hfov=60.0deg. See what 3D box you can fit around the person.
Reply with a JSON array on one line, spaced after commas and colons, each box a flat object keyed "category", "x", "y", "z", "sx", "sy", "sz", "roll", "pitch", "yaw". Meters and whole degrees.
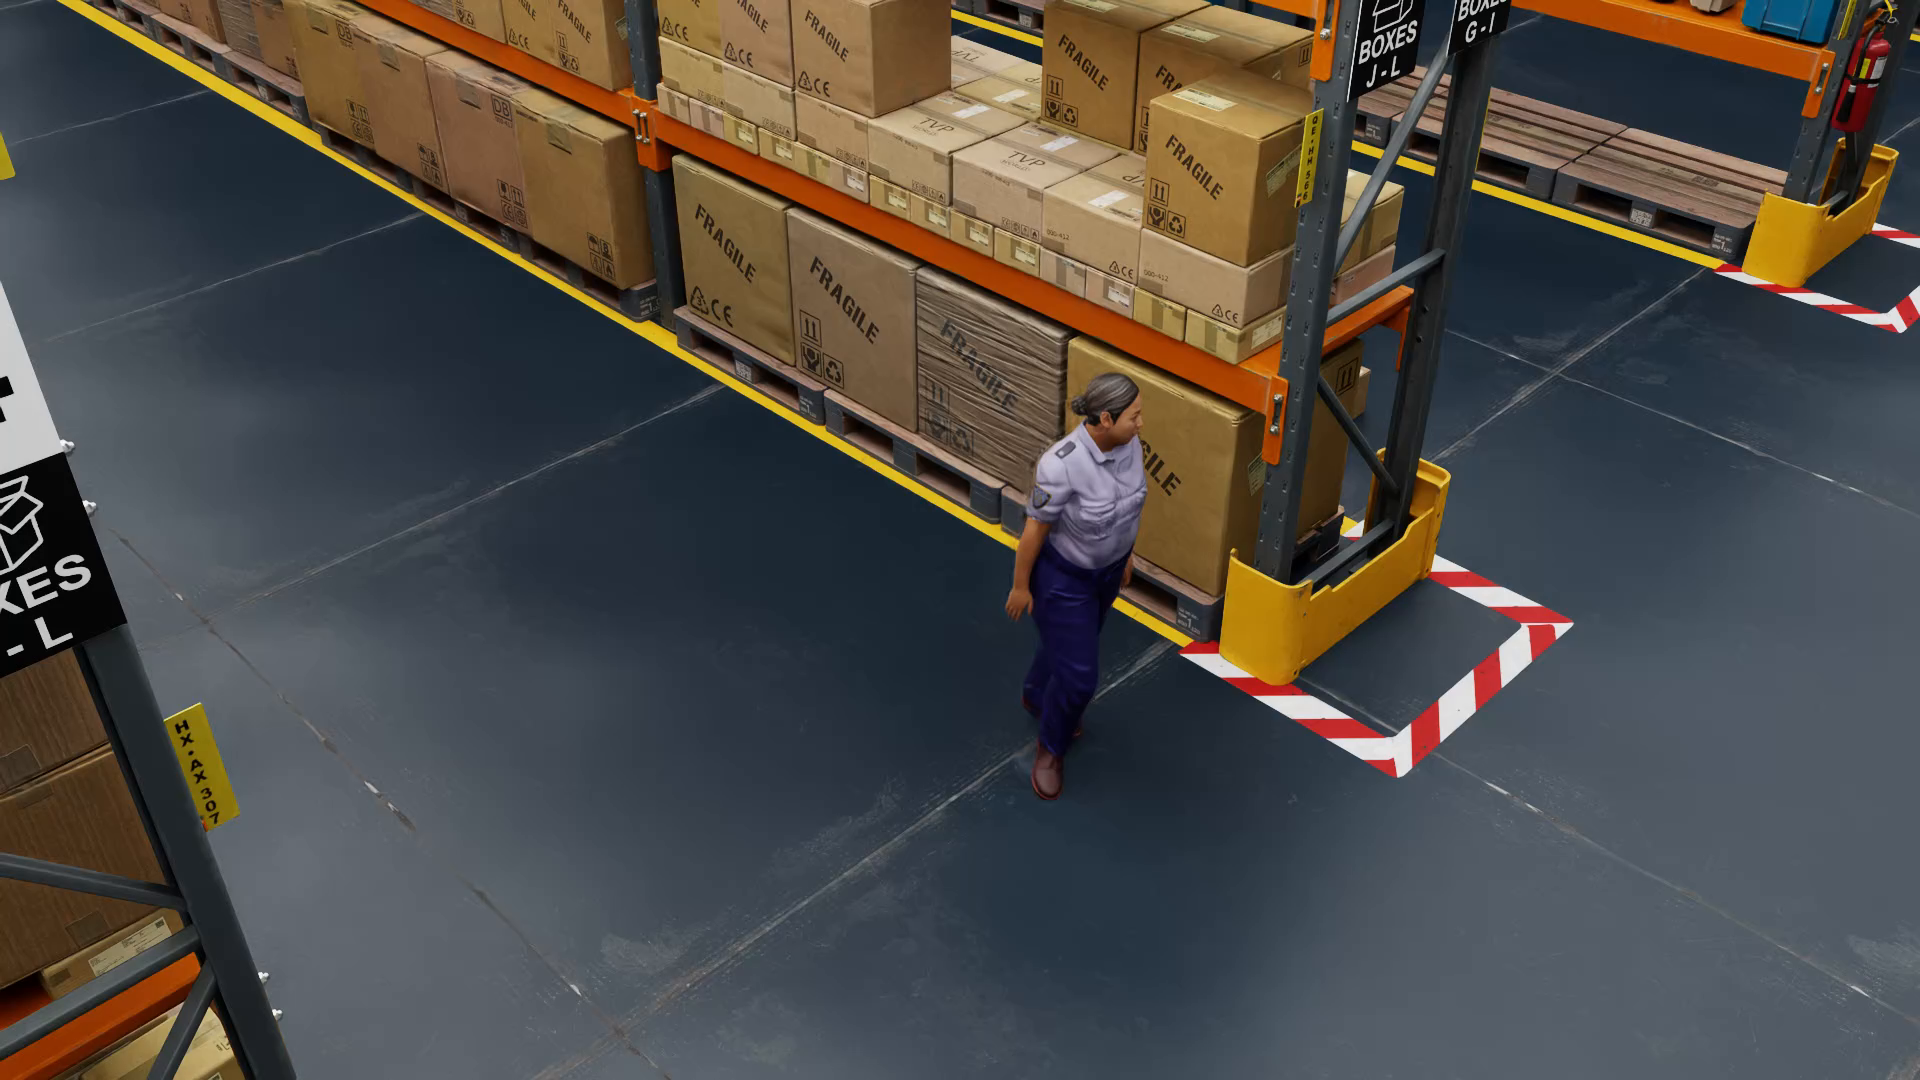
[{"category": "person", "x": 0.395, "y": 0.123, "z": 5.990, "sx": 0.503, "sy": 1.661, "sz": 0.579, "roll": 29, "pitch": 45, "yaw": 34}]
